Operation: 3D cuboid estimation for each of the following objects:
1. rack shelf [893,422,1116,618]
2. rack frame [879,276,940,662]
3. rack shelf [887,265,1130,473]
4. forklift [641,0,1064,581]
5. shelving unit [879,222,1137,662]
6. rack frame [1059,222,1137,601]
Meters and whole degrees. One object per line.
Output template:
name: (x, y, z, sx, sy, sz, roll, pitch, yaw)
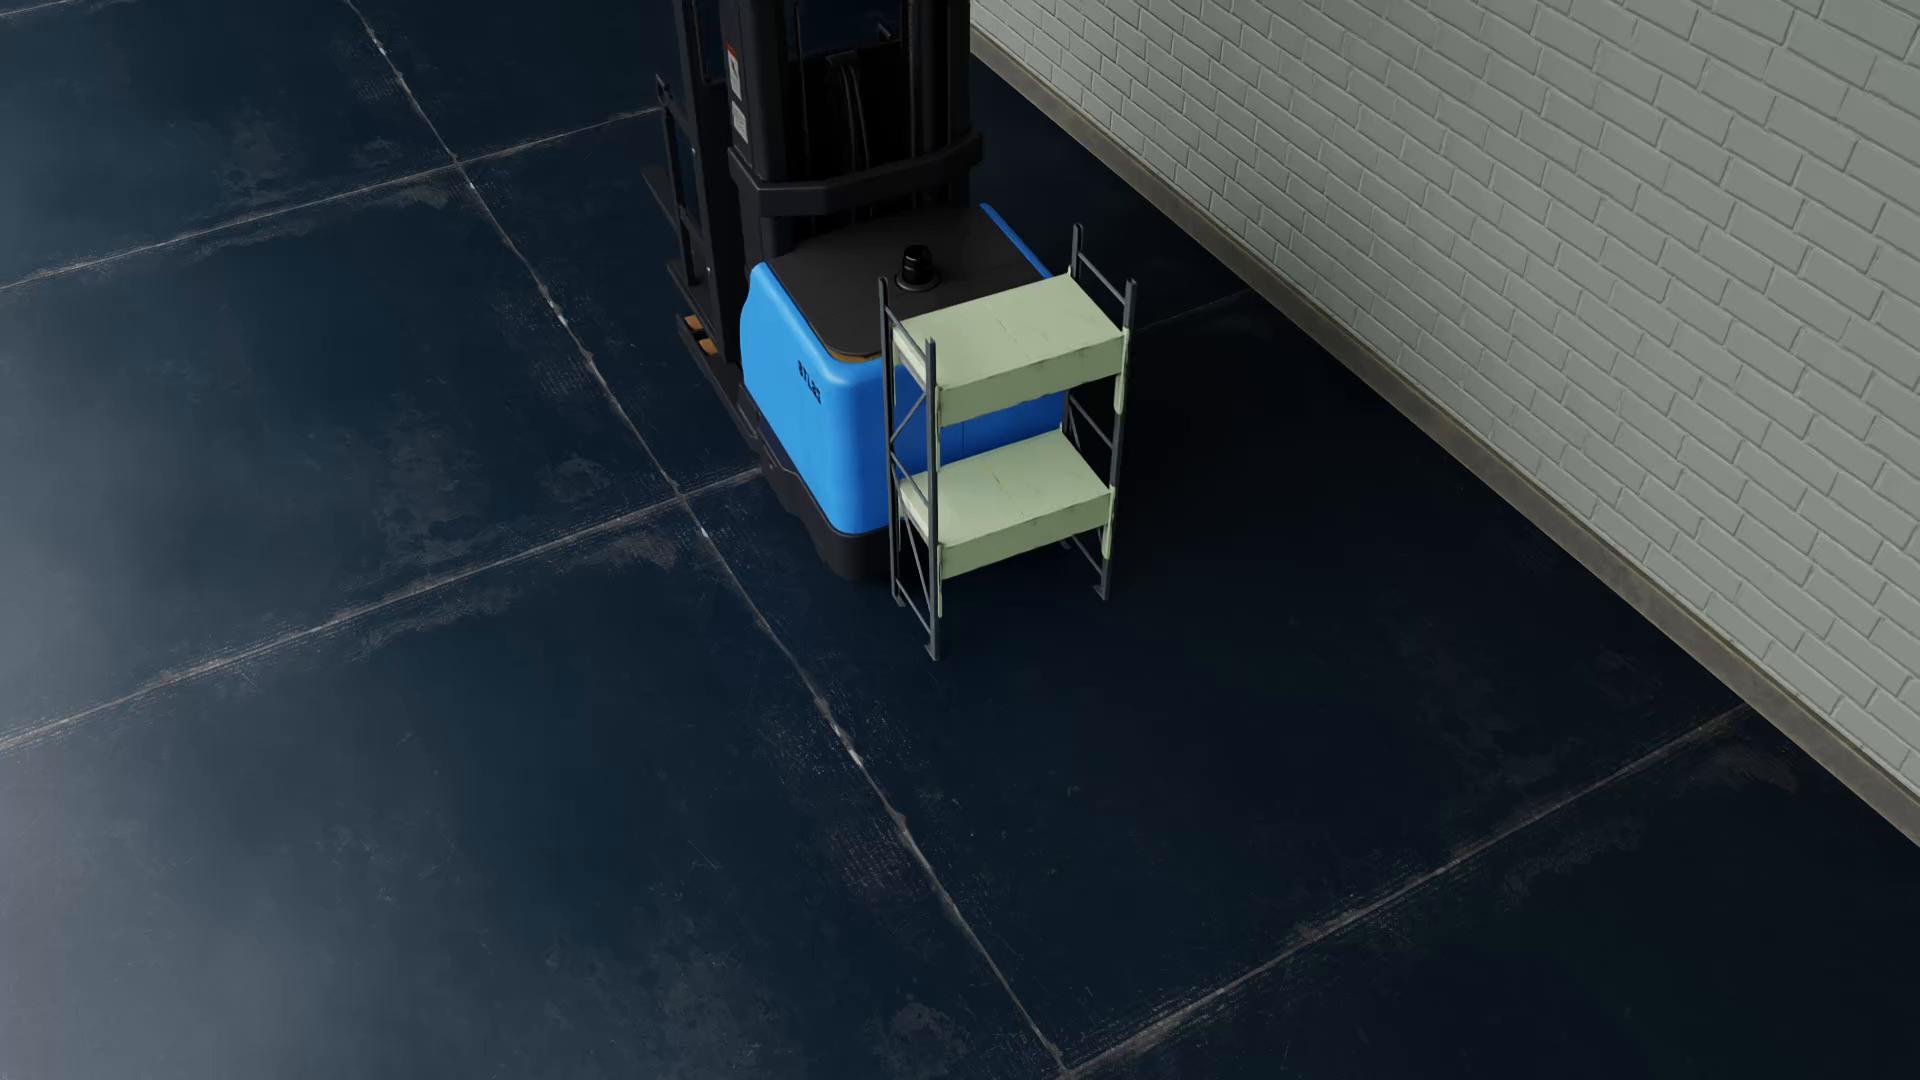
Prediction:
rack shelf: (0.157, -0.082, 6.226, 0.720, 0.370, 0.431, -19, 47, -18)
rack frame: (-0.172, -0.205, 5.885, 0.023, 1.500, 0.400, -19, 47, -18)
rack shelf: (0.157, -0.596, 5.727, 0.720, 0.370, 0.431, -19, 47, -18)
forklift: (-0.642, -1.923, 6.627, 1.130, 2.935, 3.031, -19, 47, -18)
shelving unit: (0.157, -0.316, 5.999, 0.755, 1.500, 0.431, -19, 47, -18)
rack frame: (0.487, -0.427, 6.113, 0.023, 1.500, 0.400, -19, 47, -18)
